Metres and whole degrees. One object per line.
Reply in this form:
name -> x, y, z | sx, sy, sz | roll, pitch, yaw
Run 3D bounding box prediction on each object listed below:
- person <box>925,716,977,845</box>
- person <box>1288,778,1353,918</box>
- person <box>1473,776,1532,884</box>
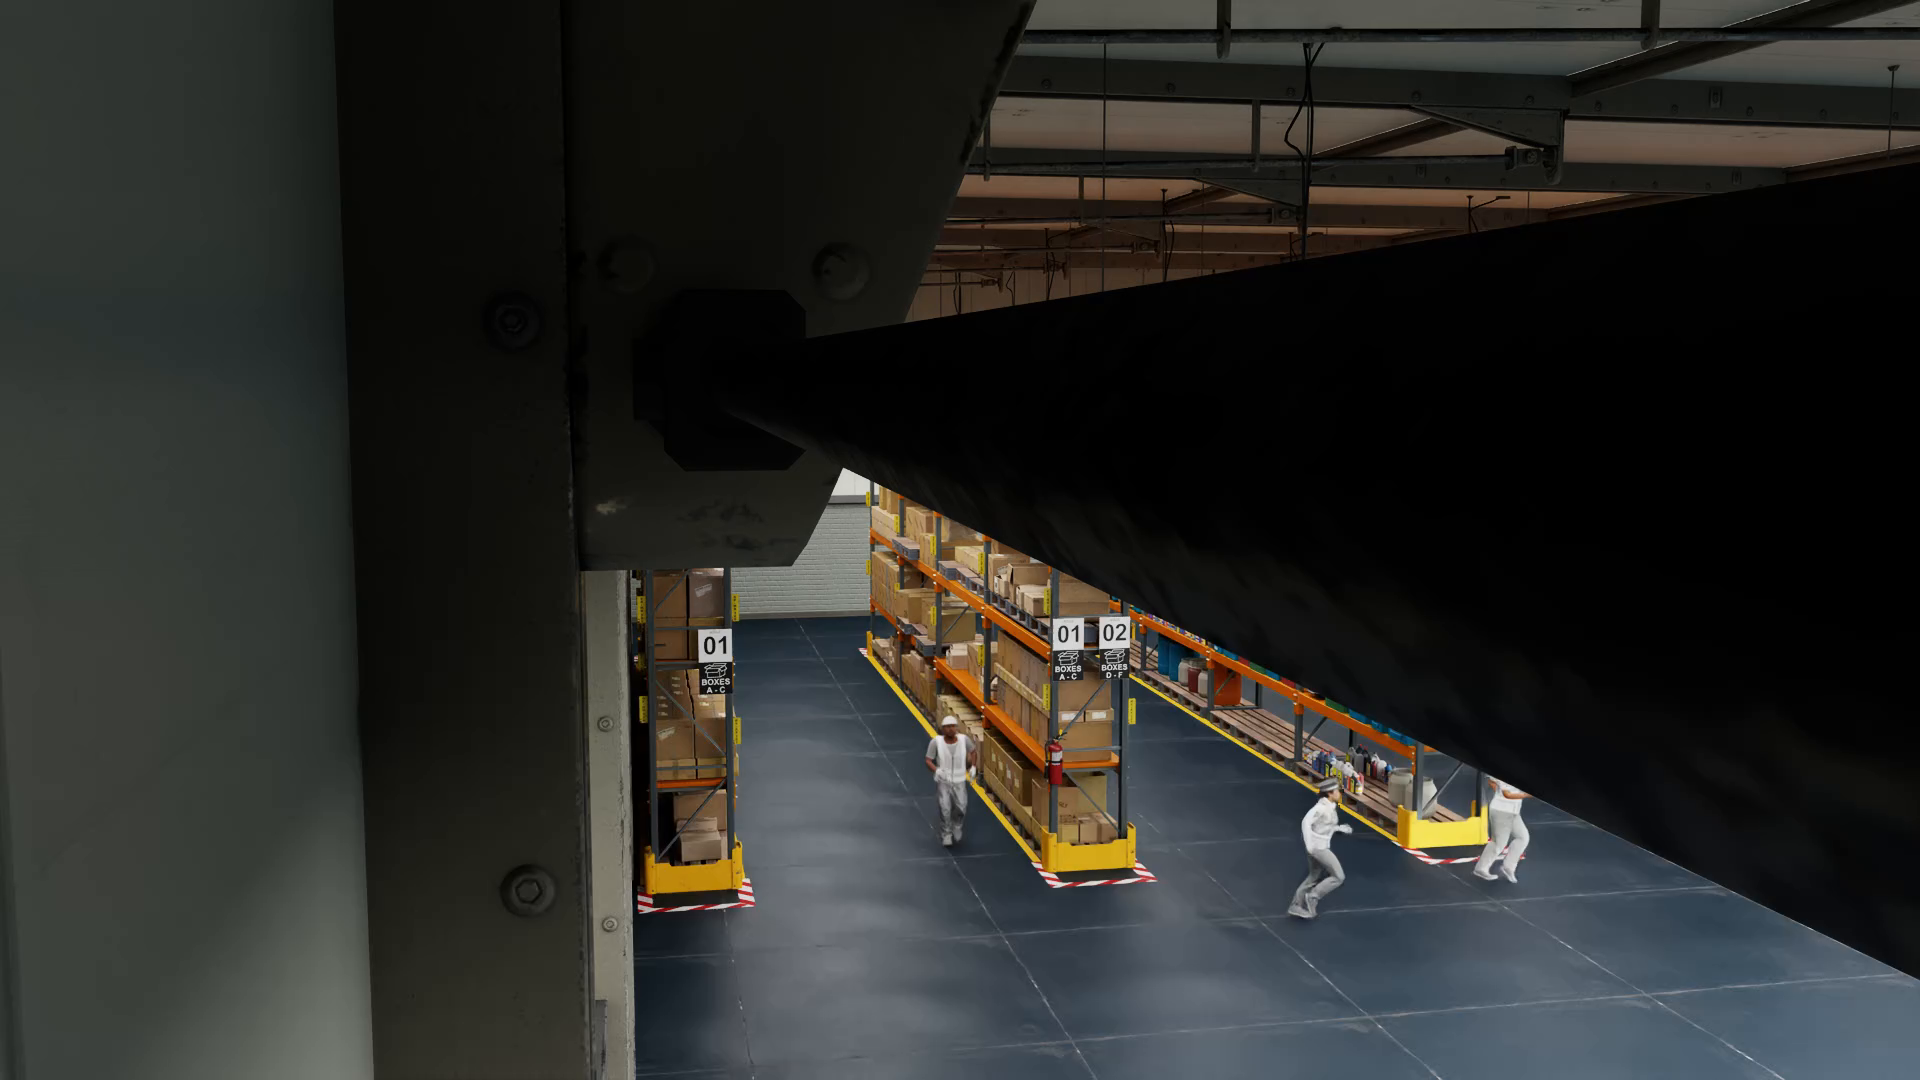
person -> -0.096, 3.174, 21.861 | 0.711, 1.738, 0.595 | -1, 6, -9
person -> 4.126, 3.516, 19.012 | 0.710, 1.626, 0.577 | 1, 6, 8
person -> 6.716, 3.395, 20.471 | 0.703, 1.714, 0.603 | 2, 6, 21
